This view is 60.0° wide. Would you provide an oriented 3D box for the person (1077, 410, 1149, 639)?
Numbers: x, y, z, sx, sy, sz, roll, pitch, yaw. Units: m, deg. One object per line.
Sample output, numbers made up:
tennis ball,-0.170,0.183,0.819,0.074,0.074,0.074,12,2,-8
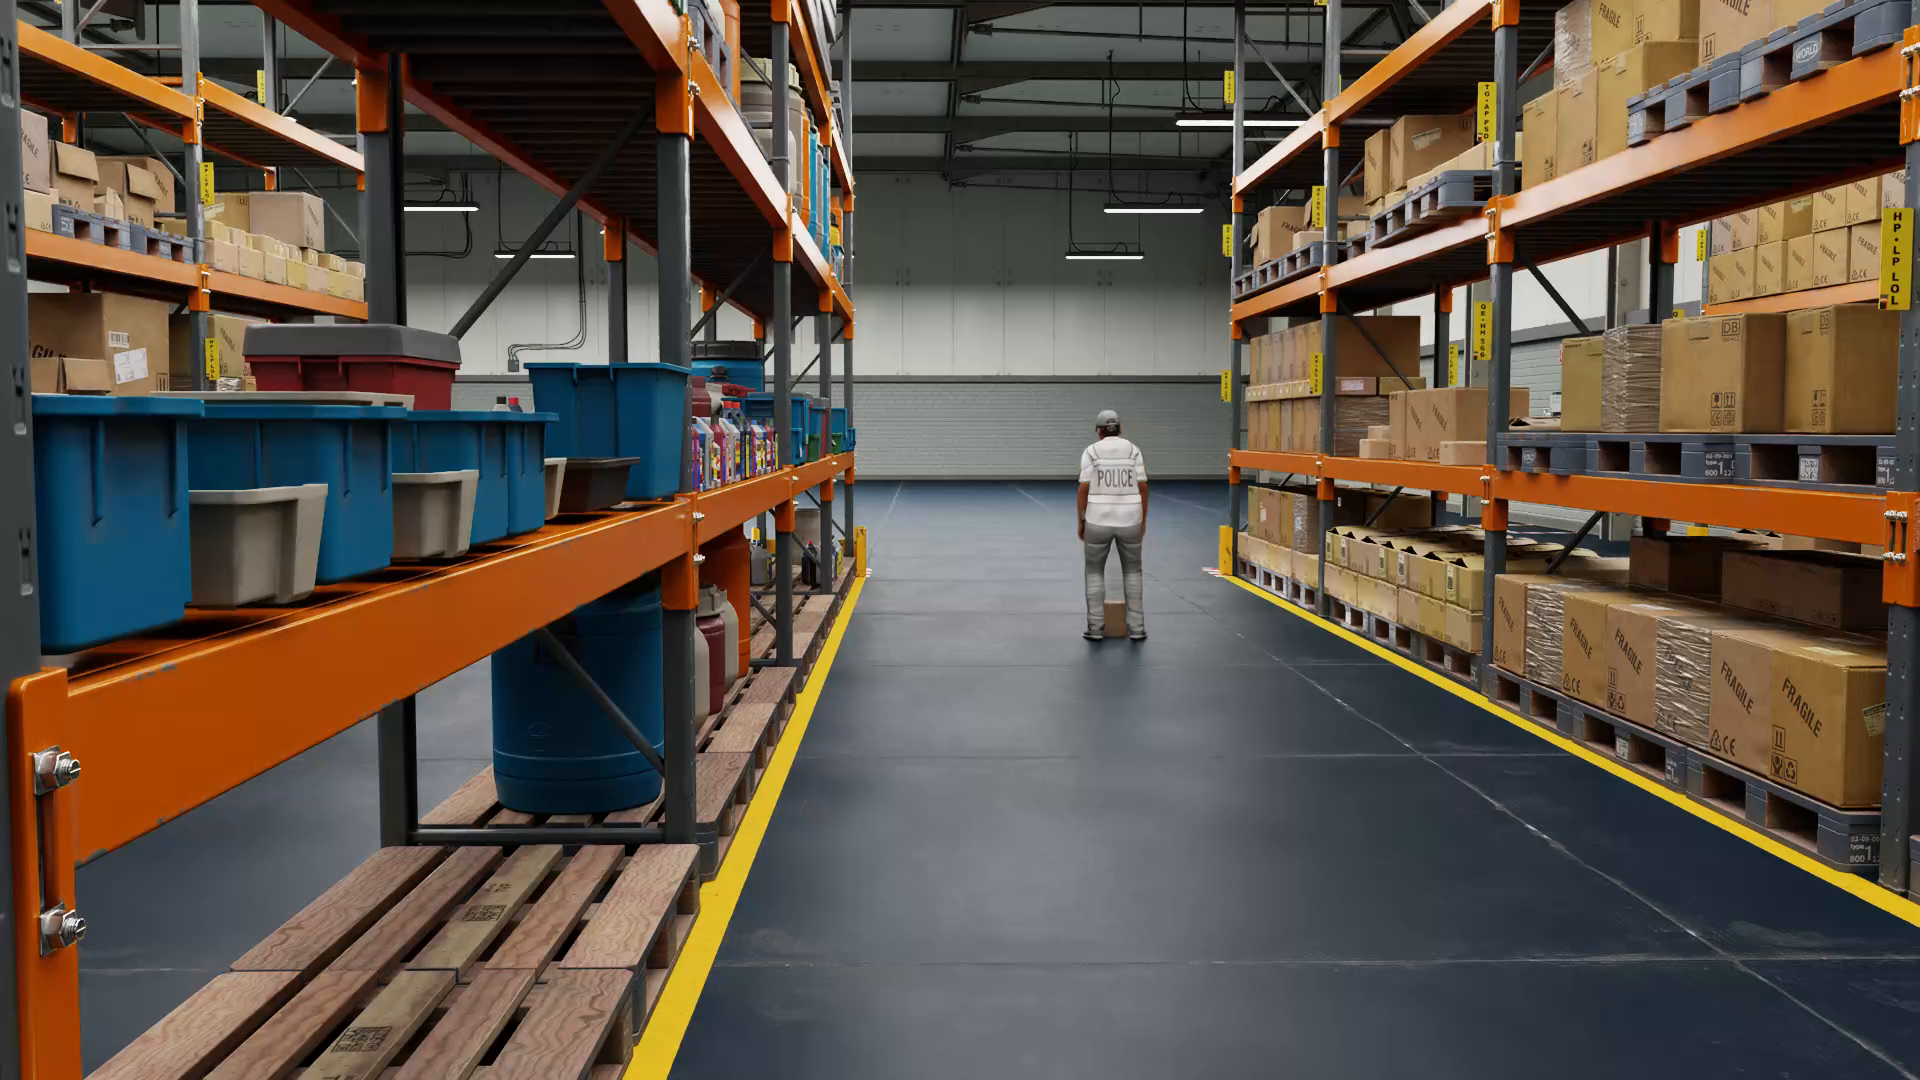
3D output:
person,1.113,-0.110,12.082,0.542,1.665,0.466,0,4,-4
